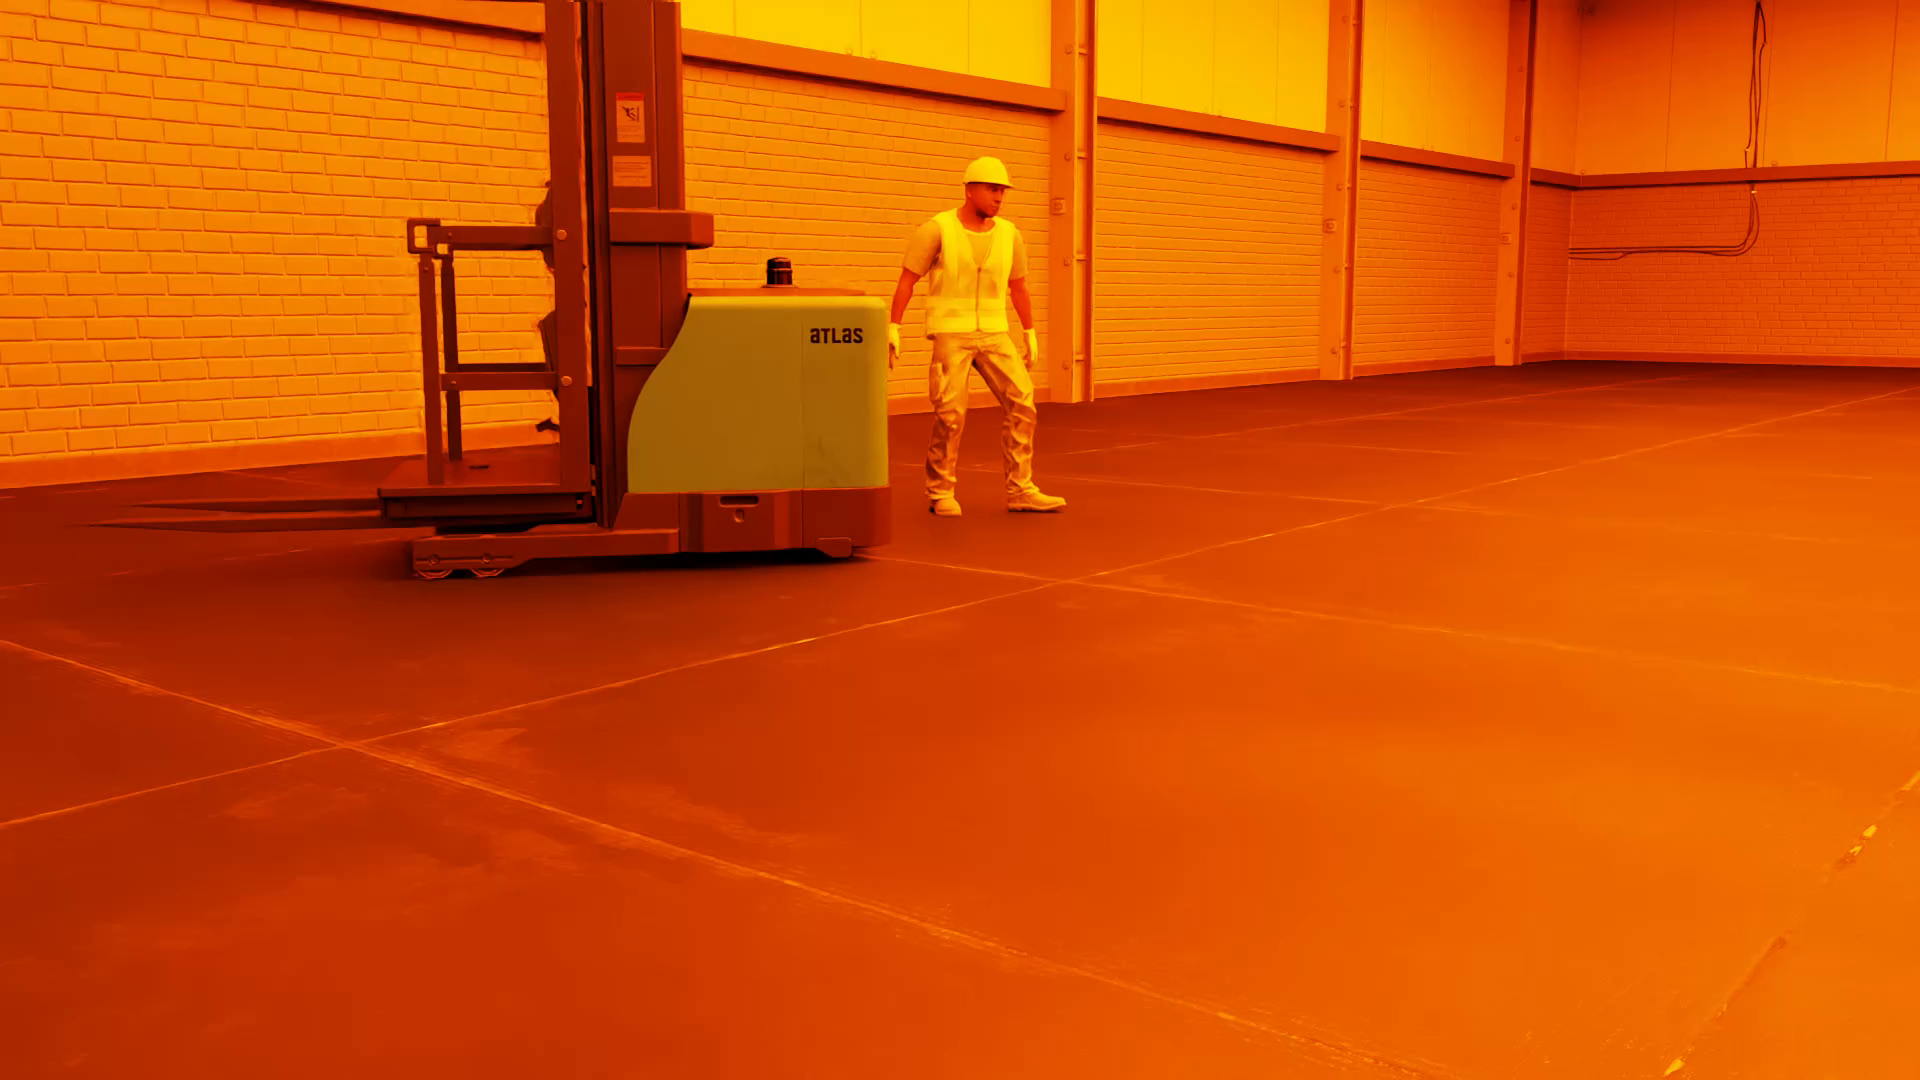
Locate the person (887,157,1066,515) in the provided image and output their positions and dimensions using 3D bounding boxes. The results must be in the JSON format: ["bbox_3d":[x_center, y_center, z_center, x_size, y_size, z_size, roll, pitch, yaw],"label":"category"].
[{"bbox_3d":[0.078,-0.993,8.203,0.887,1.746,0.443,-3,9,-21],"label":"person"}]

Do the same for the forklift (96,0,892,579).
[{"bbox_3d":[-1.853,-1.383,6.736,3.031,2.935,1.130,-2,9,-12],"label":"forklift"}]
